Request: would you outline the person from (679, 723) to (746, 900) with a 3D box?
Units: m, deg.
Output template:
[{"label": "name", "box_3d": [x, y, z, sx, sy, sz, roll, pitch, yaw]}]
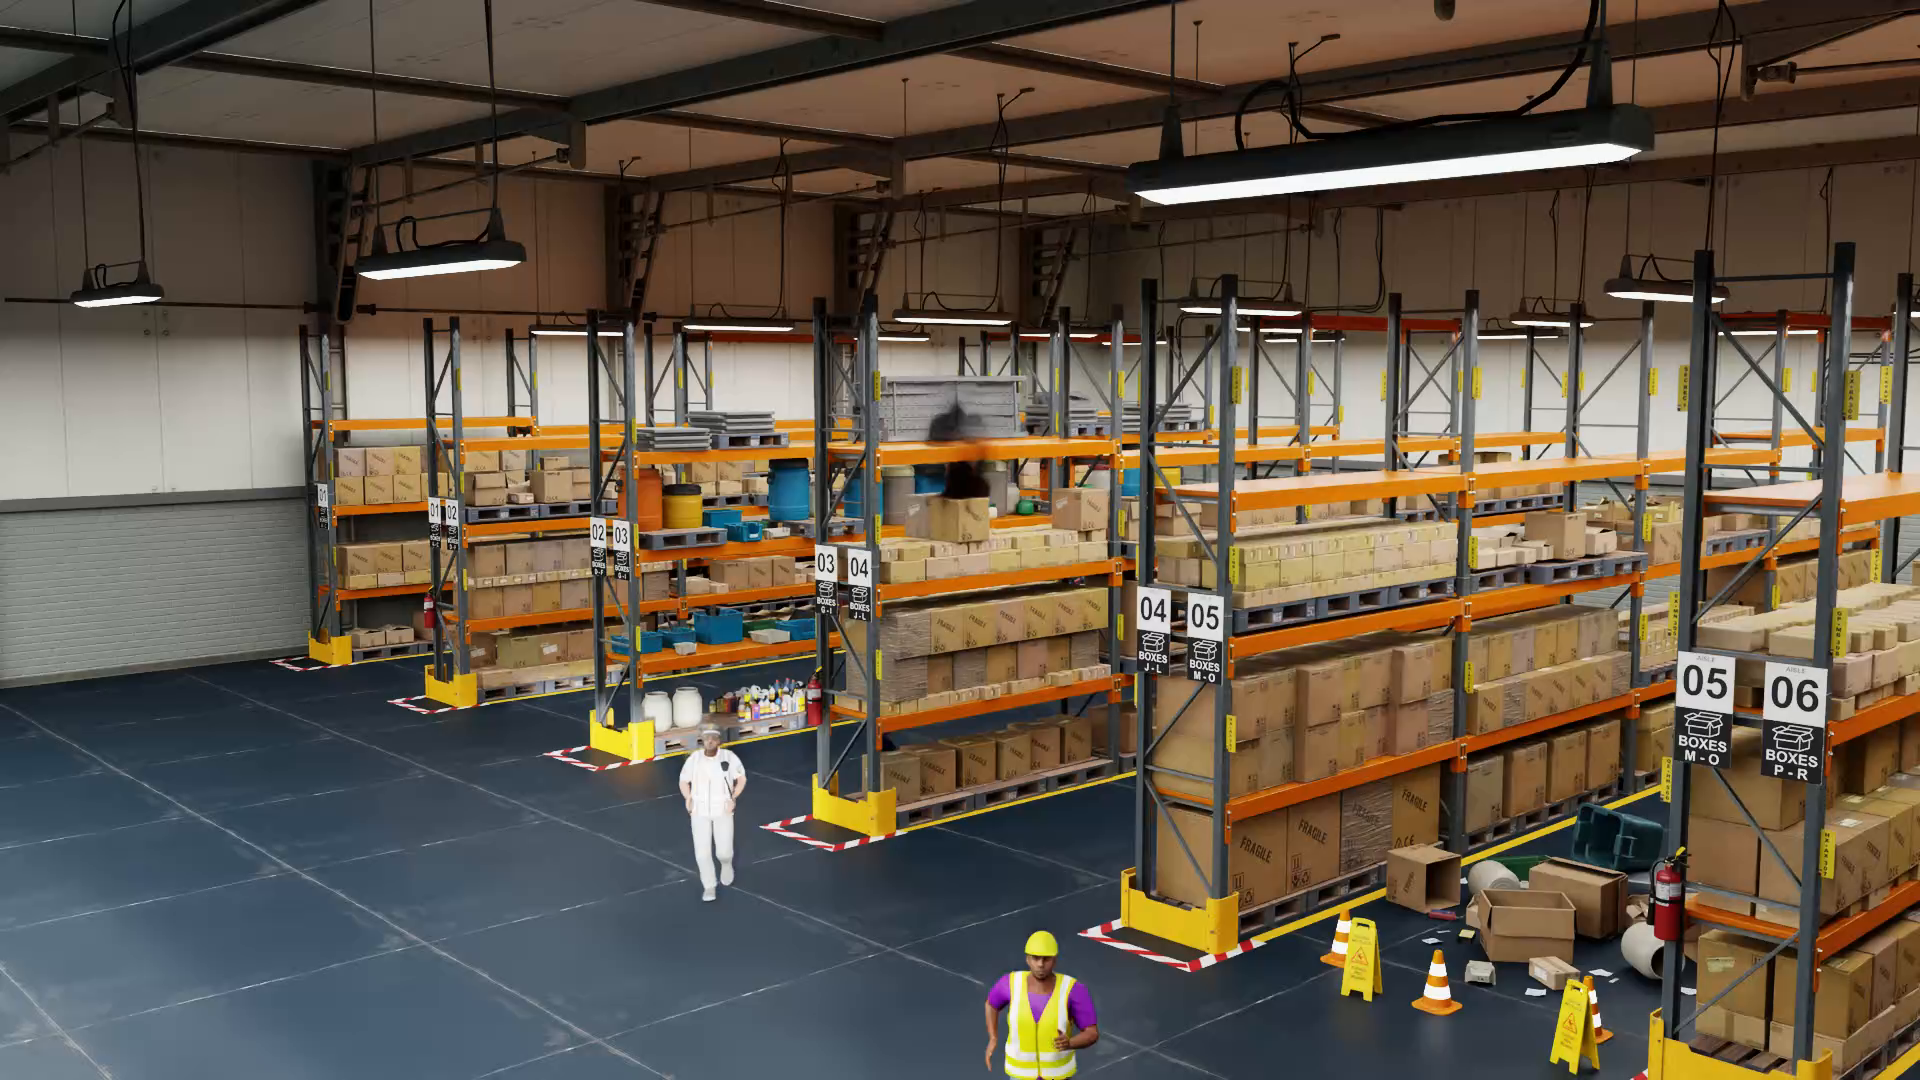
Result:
[{"label": "person", "box_3d": [-2.442, 2.649, 16.372, 0.660, 1.732, 0.626, 0, 6, -3]}]

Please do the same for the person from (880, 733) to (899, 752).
[{"label": "person", "box_3d": [-1.048, 2.186, 21.543, 0.603, 1.609, 0.573, 5, 8, 43]}]

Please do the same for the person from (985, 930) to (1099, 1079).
[{"label": "person", "box_3d": [0.491, 3.243, 10.116, 0.702, 1.750, 0.989, 0, 6, 3]}]
